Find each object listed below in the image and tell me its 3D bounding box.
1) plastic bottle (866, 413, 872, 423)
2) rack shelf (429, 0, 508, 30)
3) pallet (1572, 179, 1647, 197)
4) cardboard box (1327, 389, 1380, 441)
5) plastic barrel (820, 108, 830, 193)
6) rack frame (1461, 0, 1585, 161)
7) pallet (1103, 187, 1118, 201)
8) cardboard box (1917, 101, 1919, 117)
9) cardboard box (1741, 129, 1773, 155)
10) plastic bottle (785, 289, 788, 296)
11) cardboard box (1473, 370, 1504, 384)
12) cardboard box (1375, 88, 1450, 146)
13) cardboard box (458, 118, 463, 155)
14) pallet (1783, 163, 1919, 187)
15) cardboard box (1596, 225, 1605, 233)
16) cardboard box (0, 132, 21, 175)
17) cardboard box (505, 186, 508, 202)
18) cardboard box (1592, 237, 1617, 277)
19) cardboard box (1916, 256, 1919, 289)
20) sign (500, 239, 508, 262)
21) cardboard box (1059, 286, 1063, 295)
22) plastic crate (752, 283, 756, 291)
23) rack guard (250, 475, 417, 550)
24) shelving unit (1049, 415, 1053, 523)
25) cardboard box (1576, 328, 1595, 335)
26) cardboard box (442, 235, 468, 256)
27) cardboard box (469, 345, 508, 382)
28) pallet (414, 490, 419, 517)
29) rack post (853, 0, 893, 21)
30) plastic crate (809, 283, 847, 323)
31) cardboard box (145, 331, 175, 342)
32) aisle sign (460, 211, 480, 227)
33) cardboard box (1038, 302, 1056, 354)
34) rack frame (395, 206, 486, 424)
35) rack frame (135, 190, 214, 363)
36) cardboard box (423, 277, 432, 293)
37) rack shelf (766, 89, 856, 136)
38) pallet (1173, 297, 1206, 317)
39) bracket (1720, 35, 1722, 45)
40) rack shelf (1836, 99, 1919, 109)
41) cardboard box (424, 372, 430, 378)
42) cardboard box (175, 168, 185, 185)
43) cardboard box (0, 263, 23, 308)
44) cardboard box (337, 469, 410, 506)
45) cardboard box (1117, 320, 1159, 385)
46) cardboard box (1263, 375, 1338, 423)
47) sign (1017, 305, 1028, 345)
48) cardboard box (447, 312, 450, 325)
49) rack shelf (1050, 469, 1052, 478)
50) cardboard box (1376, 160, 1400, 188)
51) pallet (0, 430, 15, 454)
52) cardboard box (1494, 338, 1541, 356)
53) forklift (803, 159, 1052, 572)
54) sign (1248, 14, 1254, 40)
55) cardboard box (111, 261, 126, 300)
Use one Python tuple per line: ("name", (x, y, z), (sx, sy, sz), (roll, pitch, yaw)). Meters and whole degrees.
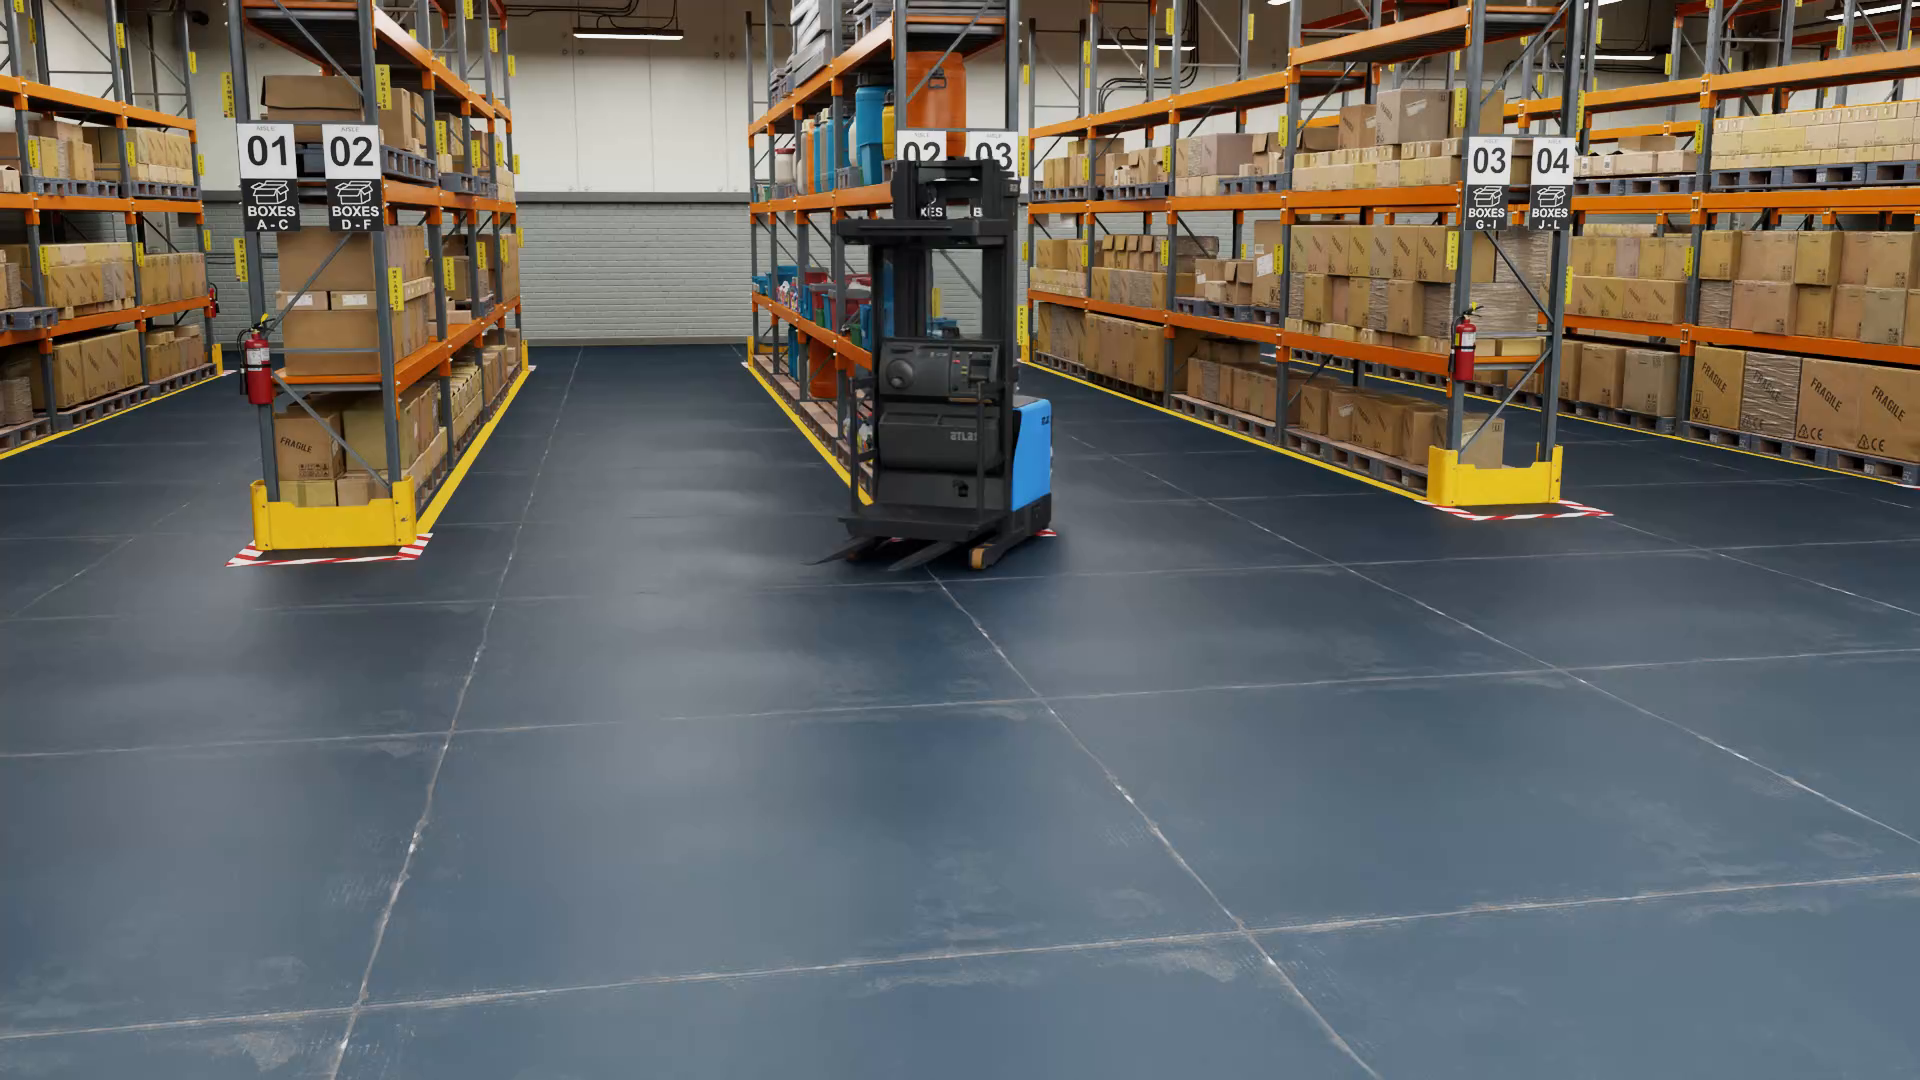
("plastic bottle", (-0.915, -1.119, 16.963), (0.144, 0.351, 0.185), (-2, 11, -11))
("rack shelf", (-7.611, -8.243, 25.475), (1.077, 0.370, 4.000), (-2, 11, -11))
("pallet", (8.557, -4.498, 21.287), (1.003, 0.211, 1.213), (-2, 11, -8))
("cardboard box", (4.210, -1.341, 17.783), (0.500, 0.500, 0.500), (1, 11, 7))
("plastic barrel", (-1.245, -4.288, 18.338), (0.600, 0.901, 0.600), (0, 11, 0))
("rack frame", (4.830, -4.756, 14.117), (1.000, 3.000, 0.127), (-2, 11, -11))
("pallet", (2.723, -5.223, 25.105), (0.805, 0.209, 1.217), (-3, 11, -13))
("cardboard box", (9.270, -4.063, 15.649), (0.380, 0.149, 0.250), (-2, 11, -11))
("cardboard box", (8.857, -4.313, 18.029), (0.500, 0.250, 0.500), (-2, 11, -11))
("plastic bottle", (-2.425, -3.433, 23.556), (0.097, 0.271, 0.097), (0, 11, 0))
("cardboard box", (7.775, -2.528, 24.016), (0.500, 0.500, 0.500), (-2, 11, -11))
("cardboard box", (4.281, -3.998, 15.759), (0.500, 0.500, 0.500), (-2, 11, -11))
("cardboard box", (-6.721, -5.198, 21.519), (0.500, 0.500, 0.500), (-2, 11, -11))
("pallet", (9.320, -3.761, 17.147), (1.003, 0.211, 1.213), (-2, 11, -11))
("cardboard box", (11.596, -5.555, 29.685), (0.380, 0.149, 0.250), (-2, 11, -11))
("cardboard box", (-11.451, -4.560, 19.664), (0.700, 0.500, 0.500), (-3, 11, -15))
("cardboard box", (-7.363, -5.423, 26.047), (0.500, 0.250, 0.500), (-2, 11, -11))
("cardboard box", (8.538, -3.615, 21.226), (0.700, 0.500, 0.500), (-2, 11, -12))
("cardboard box", (9.681, -2.644, 15.778), (0.875, 0.550, 0.550), (-2, 11, -11))
("sign", (-6.678, -4.240, 24.353), (0.100, 0.325, 0.005), (-2, 11, -11))
("cardboard box", (1.865, -4.166, 27.734), (0.380, 0.149, 0.250), (-2, 11, -12))
("plastic crate", (-3.434, -4.344, 28.543), (0.250, 0.136, 0.298), (-2, 11, -11))
("rack guard", (-4.883, -0.217, 13.000), (1.175, 0.500, 0.348), (-2, 11, -11))
("shelving unit", (0.615, -0.585, 13.832), (0.258, 0.900, 0.210), (4, 8, 21))
("cardboard box", (11.852, -3.766, 30.692), (0.875, 0.438, 0.875), (-2, 11, -9))
("cardboard box", (-7.574, -4.274, 24.687), (0.500, 0.500, 0.500), (-2, 11, -11))
("cardboard box", (-6.844, -2.558, 24.124), (0.500, 0.500, 0.500), (-2, 11, -11))
("pallet", (-5.077, -0.218, 13.779), (1.003, 0.211, 1.213), (-2, 11, -11))
("rack post", (-0.436, -4.893, 15.039), (0.937, 0.300, 0.954), (-2, 11, -12))
("plastic crate", (-1.570, -2.820, 19.819), (0.402, 0.464, 0.583), (-2, 11, -11))
("cardboard box", (-12.114, -3.072, 25.144), (0.380, 0.149, 0.250), (-2, 11, -13))
("aisle sign", (-8.301, -5.663, 27.973), (0.394, 0.787, 0.004), (-2, 11, -11))
("cardboard box", (1.921, -3.791, 29.654), (0.875, 0.875, 0.875), (-2, 11, -11))
("rack frame", (-6.444, -2.917, 20.498), (1.000, 3.000, 0.127), (-2, 11, -11))
("rack frame", (-12.858, -4.203, 27.257), (1.000, 3.000, 0.127), (-2, 11, -11))
("cardboard box", (-5.403, -2.509, 16.352), (0.380, 0.149, 0.250), (-2, 11, -11))
("rack shelf", (-1.973, -5.860, 22.912), (1.077, 0.370, 4.000), (-2, 11, -11))
("pallet", (3.517, -3.055, 21.739), (1.213, 0.211, 1.003), (-2, 11, -11))
("bracket", (16.238, -10.591, 35.146), (0.235, 0.232, 0.430), (-2, 11, -11))
("rack shelf", (13.384, -5.667, 21.897), (1.077, 0.370, 4.000), (-2, 11, -11))
("cardboard box", (-6.519, -1.845, 19.598), (0.500, 0.311, 0.500), (-2, 11, -12))
("cardboard box", (-12.353, -5.638, 25.785), (0.500, 0.250, 0.500), (-3, 11, -13))
("cardboard box", (-11.201, -2.915, 19.046), (0.700, 0.500, 0.500), (-3, 11, -18))
("cardboard box", (-4.774, -0.411, 13.566), (0.500, 0.250, 0.500), (-2, 11, -11))
("cardboard box", (2.995, -2.730, 24.076), (1.225, 0.875, 0.875), (-2, 11, -11))
("cardboard box", (3.954, -1.644, 19.321), (0.700, 0.500, 0.500), (-3, 11, -15))
("sign", (0.512, -1.784, 13.807), (0.100, 0.325, 0.005), (-2, 11, -11))
("cardboard box", (-6.140, -2.561, 19.303), (0.380, 0.149, 0.250), (-1, 11, -7))
("rack shelf", (0.614, -0.552, 13.836), (0.258, 0.077, 0.200), (4, 8, 21))
("cardboard box", (4.296, -3.474, 15.804), (0.500, 0.250, 0.500), (-2, 11, -10))
("pallet", (-10.918, -0.999, 17.882), (1.003, 0.211, 1.213), (-2, 11, -11))
("cardboard box", (5.009, -1.746, 15.022), (0.380, 0.149, 0.250), (-2, 11, -11))
("forklift", (-0.228, -1.305, 12.216), (1.130, 2.935, 3.031), (4, 11, 19))
("sign", (3.805, -6.743, 21.844), (0.100, 0.325, 0.005), (-2, 11, -11))
("cardboard box", (-11.634, -3.506, 22.477), (0.500, 0.500, 0.500), (-2, 11, -11))
